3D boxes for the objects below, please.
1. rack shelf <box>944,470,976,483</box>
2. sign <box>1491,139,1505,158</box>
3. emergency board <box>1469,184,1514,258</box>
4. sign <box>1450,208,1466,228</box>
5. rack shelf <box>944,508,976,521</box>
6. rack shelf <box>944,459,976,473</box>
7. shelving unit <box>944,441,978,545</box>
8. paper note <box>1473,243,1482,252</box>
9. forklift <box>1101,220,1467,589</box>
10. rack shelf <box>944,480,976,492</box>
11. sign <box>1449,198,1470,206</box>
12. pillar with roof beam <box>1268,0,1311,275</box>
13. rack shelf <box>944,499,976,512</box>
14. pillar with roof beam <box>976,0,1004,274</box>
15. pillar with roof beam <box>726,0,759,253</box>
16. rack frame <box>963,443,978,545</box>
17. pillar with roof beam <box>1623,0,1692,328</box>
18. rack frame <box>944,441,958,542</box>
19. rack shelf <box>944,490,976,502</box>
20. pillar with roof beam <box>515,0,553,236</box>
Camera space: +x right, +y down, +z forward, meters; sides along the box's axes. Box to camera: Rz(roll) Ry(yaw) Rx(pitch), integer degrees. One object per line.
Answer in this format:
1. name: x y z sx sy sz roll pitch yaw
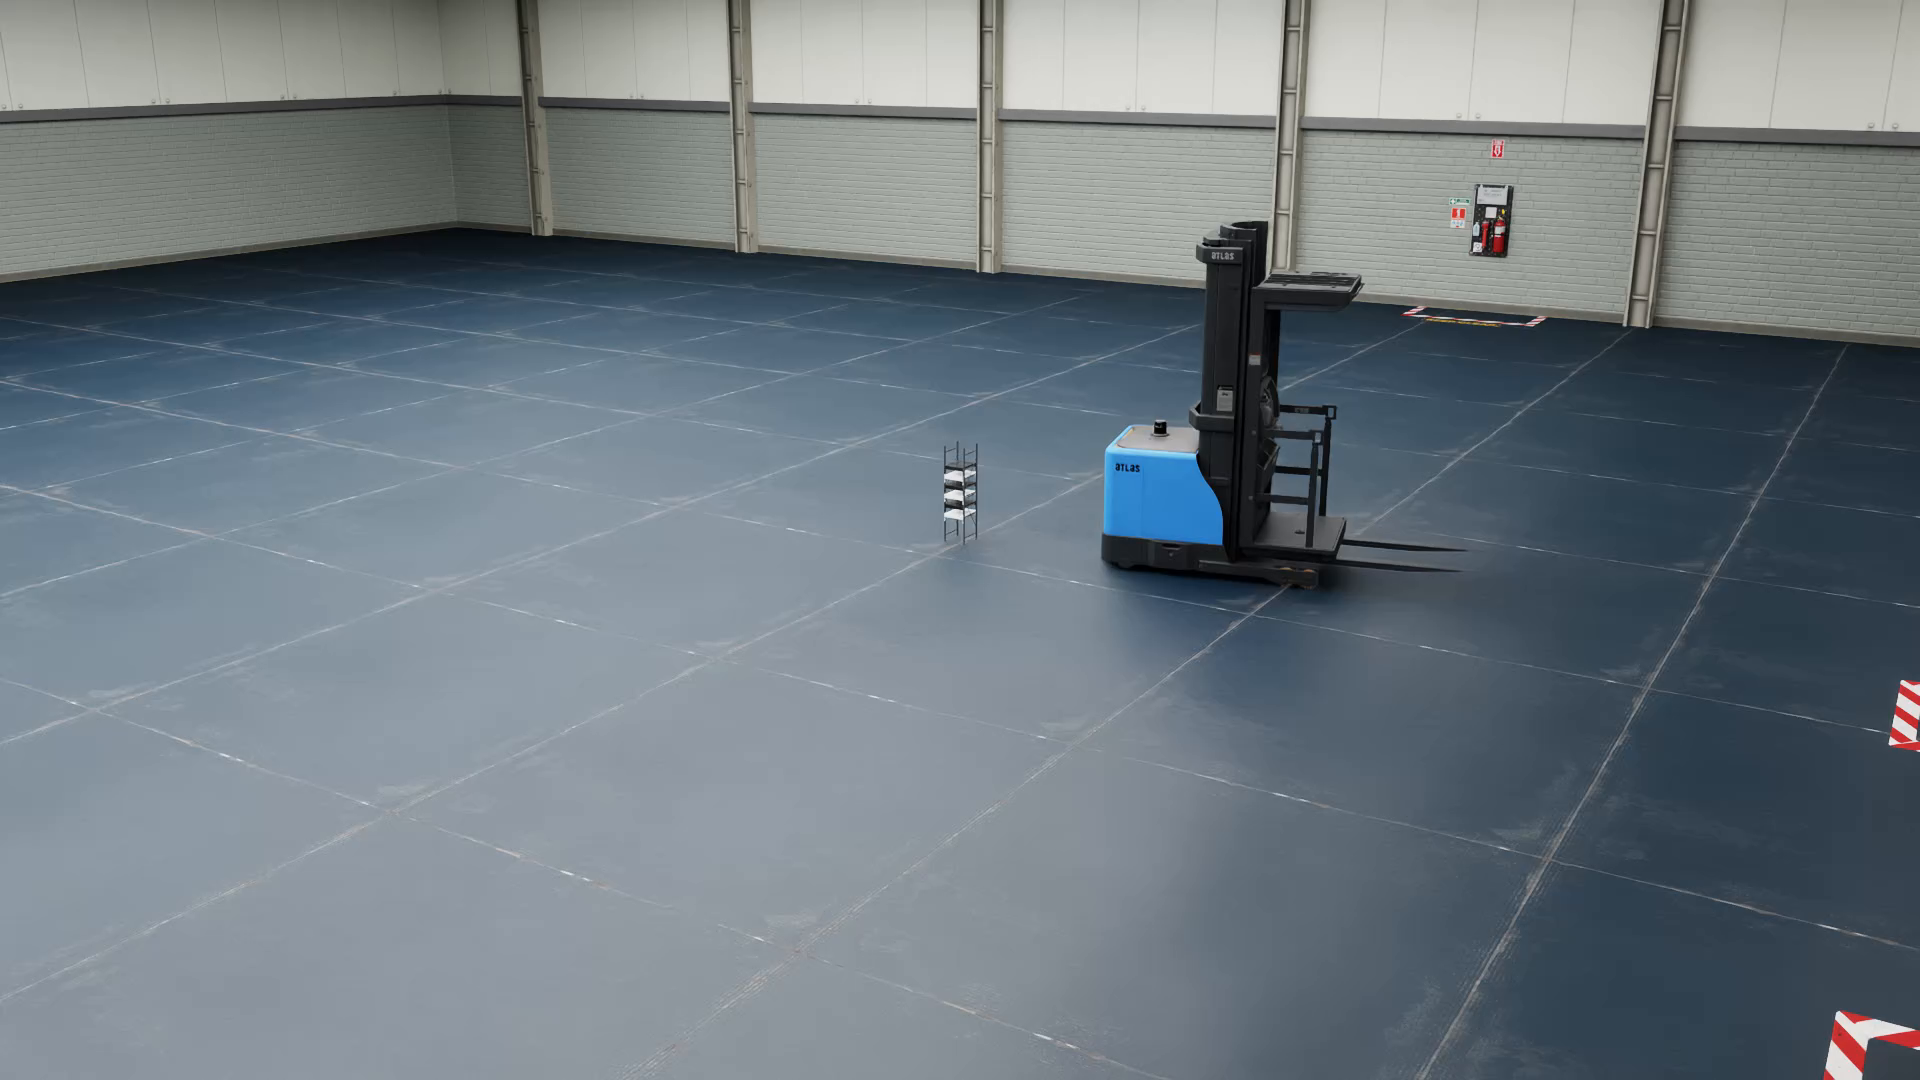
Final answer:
1. rack shelf: 0.007 -0.570 15.072 0.200 0.077 0.258 10 20 30
2. sign: 8.753 -6.369 27.066 0.199 0.298 0.001 10 20 30
3. emergency board: 8.708 -5.233 27.318 0.643 1.169 0.194 10 20 30
4. sign: 8.291 -5.360 27.674 0.234 0.329 0.001 10 20 30
5. rack shelf: 0.007 -0.225 15.177 0.200 0.077 0.258 10 20 30
6. rack shelf: 0.007 -0.656 15.046 0.200 0.077 0.258 10 20 30
7. shelving unit: 0.007 -0.429 15.115 0.210 0.900 0.258 10 20 30
8. paper note: 8.593 -4.856 27.591 0.142 0.148 0.016 10 20 30
9. forklift: 2.803 -1.162 14.034 3.031 2.935 1.130 5 18 17
10. rack shelf: 0.007 -0.484 15.099 0.200 0.077 0.258 10 20 30
11. sign: 8.290 -5.611 27.587 0.331 0.109 0.001 10 20 30
12. pillar with roof beam: 3.428 -7.565 24.672 0.400 9.000 9.100 10 20 30
13. rack shelf: 0.007 -0.311 15.151 0.200 0.077 0.258 10 20 30
14. pillar with roof beam: -1.685 -8.478 27.676 0.400 9.000 9.100 10 20 30
15. pillar with roof beam: -6.797 -9.390 30.681 0.400 9.000 9.100 10 20 30
16. rack frame: 0.094 -0.414 15.064 0.006 0.900 0.240 10 20 30
17. pillar with roof beam: 8.541 -6.652 21.667 0.400 9.000 9.100 10 20 30
18. rack frame: -0.080 -0.445 15.166 0.006 0.900 0.240 10 20 30
19. rack shelf: 0.007 -0.397 15.125 0.200 0.077 0.258 10 20 30
20. pillar with roof beam: -11.910 -10.303 33.685 0.400 9.000 9.100 10 20 30
